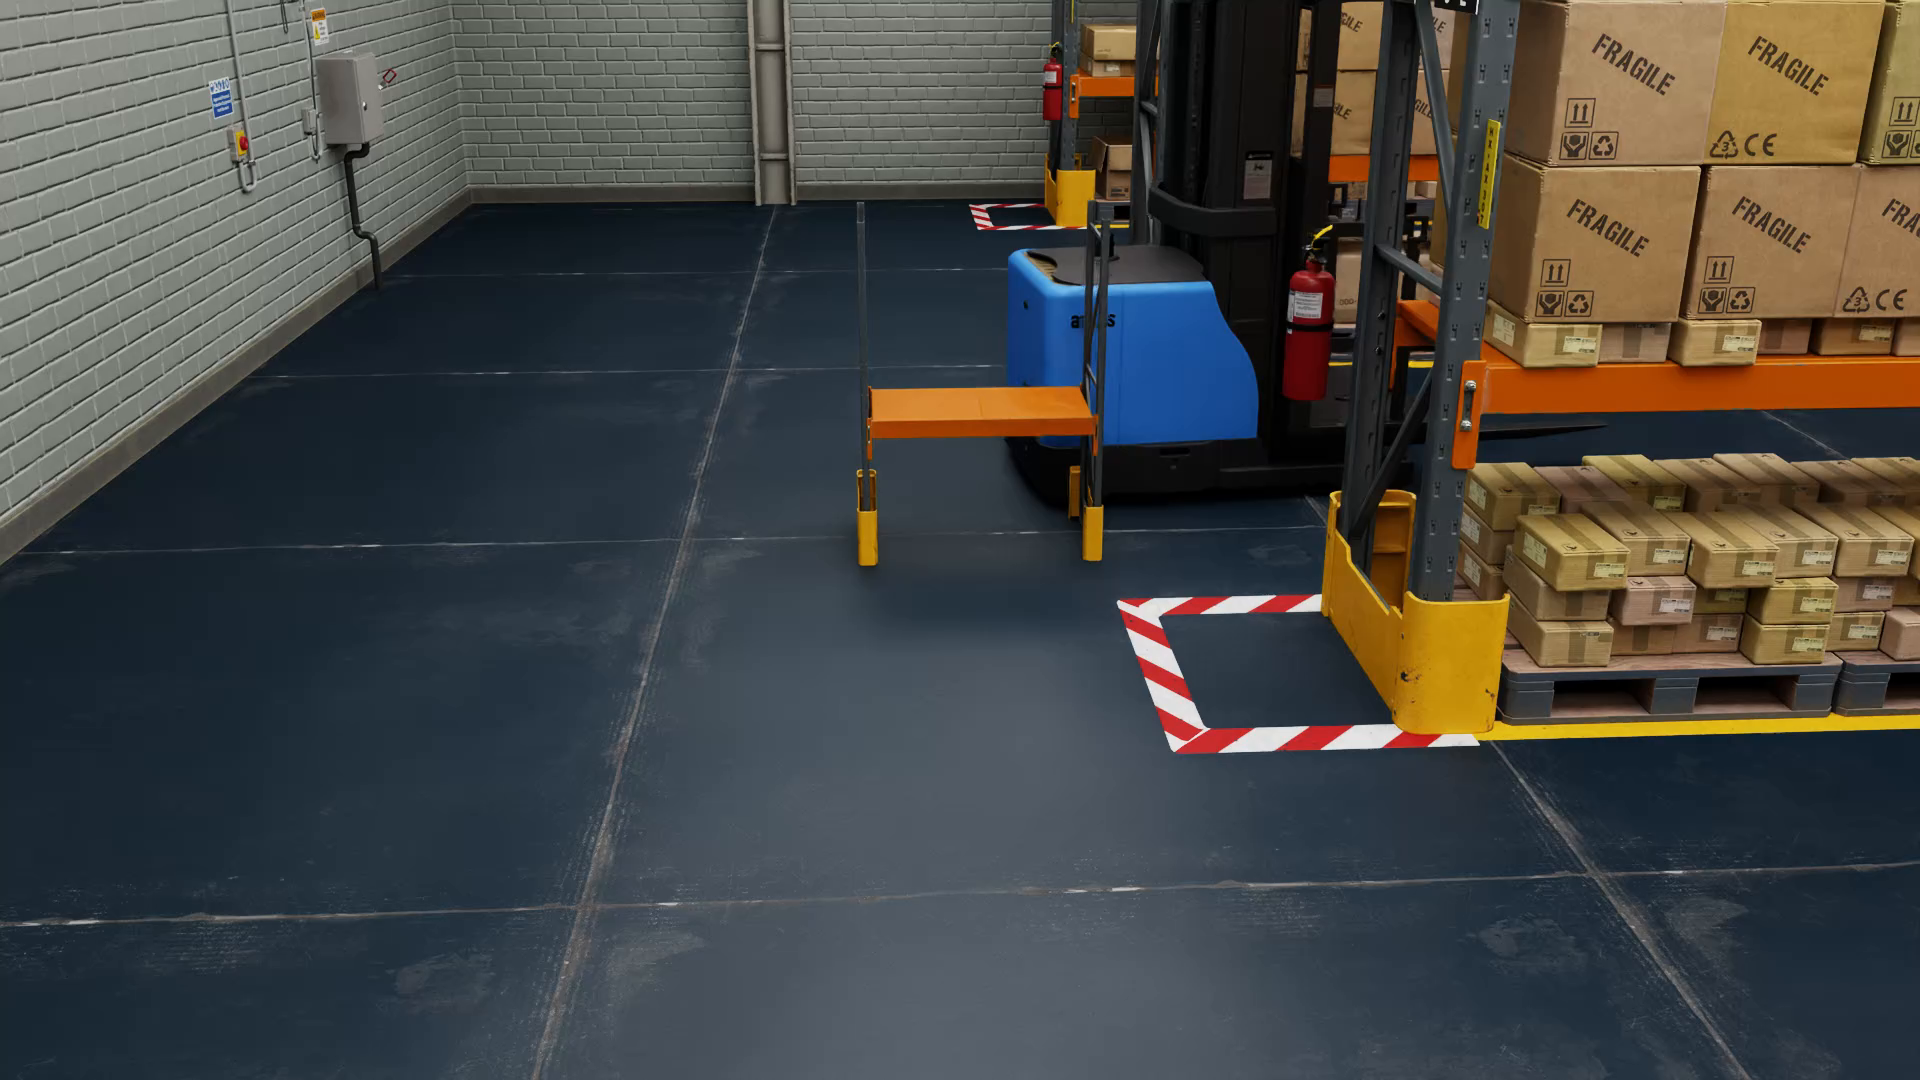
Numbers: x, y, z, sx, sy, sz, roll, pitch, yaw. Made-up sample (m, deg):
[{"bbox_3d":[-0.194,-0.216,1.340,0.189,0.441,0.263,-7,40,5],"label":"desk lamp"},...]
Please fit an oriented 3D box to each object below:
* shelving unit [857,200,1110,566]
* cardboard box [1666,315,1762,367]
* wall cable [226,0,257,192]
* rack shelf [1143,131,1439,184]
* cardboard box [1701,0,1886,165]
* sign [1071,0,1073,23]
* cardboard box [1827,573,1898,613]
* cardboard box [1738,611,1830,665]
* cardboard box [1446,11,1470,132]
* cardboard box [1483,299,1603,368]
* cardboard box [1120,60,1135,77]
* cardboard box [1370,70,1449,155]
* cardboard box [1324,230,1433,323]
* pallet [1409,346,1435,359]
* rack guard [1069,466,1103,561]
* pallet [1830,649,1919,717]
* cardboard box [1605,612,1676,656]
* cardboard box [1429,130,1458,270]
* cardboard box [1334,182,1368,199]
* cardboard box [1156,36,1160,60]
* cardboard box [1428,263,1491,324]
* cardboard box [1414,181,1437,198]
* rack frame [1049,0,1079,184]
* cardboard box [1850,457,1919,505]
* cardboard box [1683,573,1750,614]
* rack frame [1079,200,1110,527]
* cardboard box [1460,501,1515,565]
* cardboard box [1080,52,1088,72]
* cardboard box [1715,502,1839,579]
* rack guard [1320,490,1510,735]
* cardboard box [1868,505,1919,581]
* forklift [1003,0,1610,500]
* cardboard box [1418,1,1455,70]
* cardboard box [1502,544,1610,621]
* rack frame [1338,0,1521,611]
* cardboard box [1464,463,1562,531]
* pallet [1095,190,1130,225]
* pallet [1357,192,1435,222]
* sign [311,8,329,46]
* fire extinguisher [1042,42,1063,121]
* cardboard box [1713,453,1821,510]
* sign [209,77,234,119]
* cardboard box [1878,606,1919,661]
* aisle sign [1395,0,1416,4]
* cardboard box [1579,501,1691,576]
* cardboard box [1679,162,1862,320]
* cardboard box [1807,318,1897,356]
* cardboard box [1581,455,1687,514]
[{"bbox_3d":[0.076,-0.702,7.358,1.083,1.500,0.587,-1,21,-3],"label":"shelving unit"},{"bbox_3d":[2.478,-0.706,5.613,0.250,0.149,0.380,-2,21,-5],"label":"cardboard box"},{"bbox_3d":[-4.399,-3.050,9.945,0.123,1.953,0.585,-1,21,-3],"label":"wall cable"},{"bbox_3d":[3.226,-2.388,10.688,4.000,0.370,1.077,-1,21,-3],"label":"rack shelf"},{"bbox_3d":[2.580,-1.507,5.401,0.500,0.500,0.500,-1,21,-1],"label":"cardboard box"},{"bbox_3d":[0.974,-4.658,14.424,0.005,0.325,0.100,-1,21,-3],"label":"sign"},{"bbox_3d":[3.189,0.123,6.081,0.250,0.149,0.380,-2,21,-6],"label":"cardboard box"},{"bbox_3d":[2.920,0.304,6.024,0.250,0.149,0.380,-1,21,-2],"label":"cardboard box"},{"bbox_3d":[2.056,-1.678,5.848,0.500,0.500,0.500,-2,21,-4],"label":"cardboard box"},{"bbox_3d":[1.955,-0.700,5.597,0.250,0.149,0.380,-1,21,-3],"label":"cardboard box"},{"bbox_3d":[1.538,-4.260,14.948,0.250,0.149,0.380,-1,21,-2],"label":"cardboard box"},{"bbox_3d":[2.737,-2.662,10.257,0.500,0.500,0.500,-1,21,-3],"label":"cardboard box"},{"bbox_3d":[2.796,-1.753,11.020,0.875,0.438,0.875,-1,21,-2],"label":"cardboard box"},{"bbox_3d":[3.238,-1.448,11.128,1.213,0.211,1.003,-1,21,-3],"label":"pallet"},{"bbox_3d":[0.573,-0.128,7.607,0.087,0.250,0.587,-1,21,-3],"label":"rack guard"},{"bbox_3d":[3.717,0.347,6.413,1.213,0.211,1.003,-1,21,-3],"label":"pallet"},{"bbox_3d":[2.411,0.278,6.093,0.250,0.149,0.380,-1,21,-3],"label":"cardboard box"},{"bbox_3d":[2.047,-1.213,6.034,0.500,0.500,0.500,-1,21,-2],"label":"cardboard box"},{"bbox_3d":[3.451,-3.478,15.464,0.500,0.500,0.700,-2,21,-5],"label":"cardboard box"},{"bbox_3d":[1.914,-4.439,14.858,0.500,0.250,0.500,-1,21,-2],"label":"cardboard box"},{"bbox_3d":[1.922,-0.917,6.166,0.250,0.149,0.380,-1,21,-3],"label":"cardboard box"},{"bbox_3d":[4.397,-3.276,15.427,0.250,0.149,0.380,-2,21,-5],"label":"cardboard box"},{"bbox_3d":[0.942,-4.447,15.085,0.127,3.000,1.000,-1,21,-3],"label":"rack frame"},{"bbox_3d":[3.689,-0.194,6.496,0.250,0.149,0.380,-1,21,-3],"label":"cardboard box"},{"bbox_3d":[2.667,0.129,6.066,0.250,0.149,0.380,-1,21,-2],"label":"cardboard box"},{"bbox_3d":[0.593,-0.713,7.386,0.032,1.500,0.500,-1,21,-3],"label":"rack frame"},{"bbox_3d":[2.124,-0.042,6.514,0.250,0.149,0.380,-2,21,-5],"label":"cardboard box"},{"bbox_3d":[1.258,-4.431,15.397,0.250,0.149,0.380,-1,21,-4],"label":"cardboard box"},{"bbox_3d":[2.926,-0.001,5.989,0.250,0.149,0.380,-2,21,-6],"label":"cardboard box"},{"bbox_3d":[1.689,0.240,6.289,0.348,0.500,1.175,-1,21,-3],"label":"rack guard"},{"bbox_3d":[3.468,0.007,5.967,0.250,0.149,0.380,-1,21,-2],"label":"cardboard box"},{"bbox_3d":[1.797,-1.781,8.180,3.031,2.935,1.130,-3,21,-9],"label":"forklift"},{"bbox_3d":[2.754,-3.132,10.087,0.500,0.500,0.500,-1,21,-3],"label":"cardboard box"},{"bbox_3d":[2.151,0.150,6.008,0.250,0.149,0.380,0,21,-1],"label":"cardboard box"},{"bbox_3d":[1.613,-0.927,5.840,0.127,3.000,1.000,-1,21,-3],"label":"rack frame"},{"bbox_3d":[2.127,-0.170,6.432,0.250,0.149,0.380,-1,21,-2],"label":"cardboard box"},{"bbox_3d":[1.814,-3.161,15.628,1.213,0.211,1.003,-1,21,-3],"label":"pallet"},{"bbox_3d":[4.250,-3.211,15.759,1.213,0.211,1.003,-1,21,-3],"label":"pallet"},{"bbox_3d":[-4.576,-3.672,11.889,0.001,0.242,0.339,-1,21,-3],"label":"sign"},{"bbox_3d":[0.822,-4.069,14.726,0.183,0.674,0.296,-1,21,-3],"label":"fire extinguisher"},{"bbox_3d":[3.160,-0.213,6.545,0.250,0.149,0.380,0,21,-1],"label":"cardboard box"},{"bbox_3d":[-4.457,-2.669,10.035,0.001,0.218,0.327,-1,21,-3],"label":"sign"},{"bbox_3d":[3.423,0.291,6.058,0.250,0.149,0.380,-2,21,-6],"label":"cardboard box"},{"bbox_3d":[1.523,-2.247,5.654,0.004,0.787,0.394,-1,21,-3],"label":"aisle sign"},{"bbox_3d":[2.424,-0.007,6.005,0.250,0.149,0.380,-1,21,-2],"label":"cardboard box"},{"bbox_3d":[2.610,-1.044,5.588,0.500,0.500,0.500,-1,21,-3],"label":"cardboard box"},{"bbox_3d":[3.002,-0.757,5.746,0.250,0.149,0.380,-1,21,-4],"label":"cardboard box"},{"bbox_3d":[2.633,-0.205,6.524,0.250,0.149,0.380,-2,21,-4],"label":"cardboard box"}]
